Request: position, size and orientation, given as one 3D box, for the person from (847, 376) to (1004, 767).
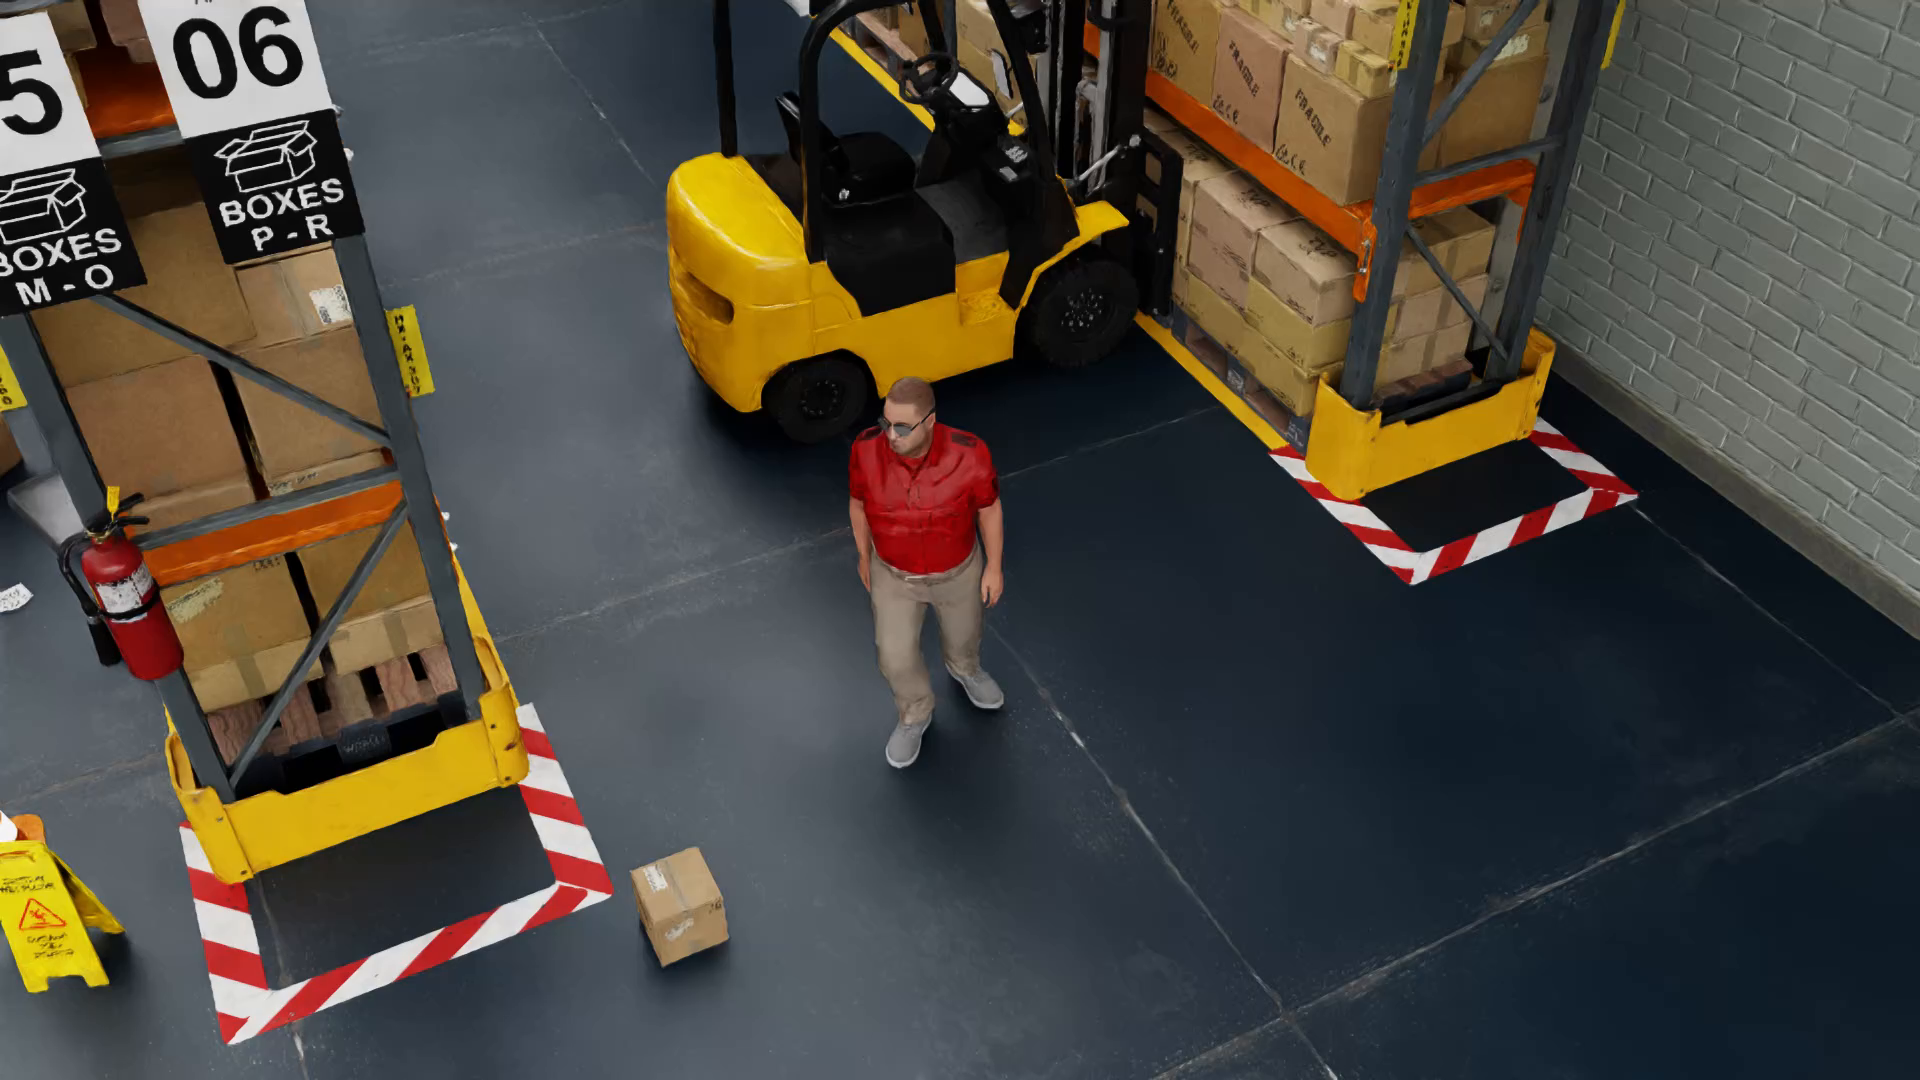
[{"bbox_3d":[-0.114,0.061,6.104,0.570,1.713,0.584,4,41,4],"label":"person"}]
